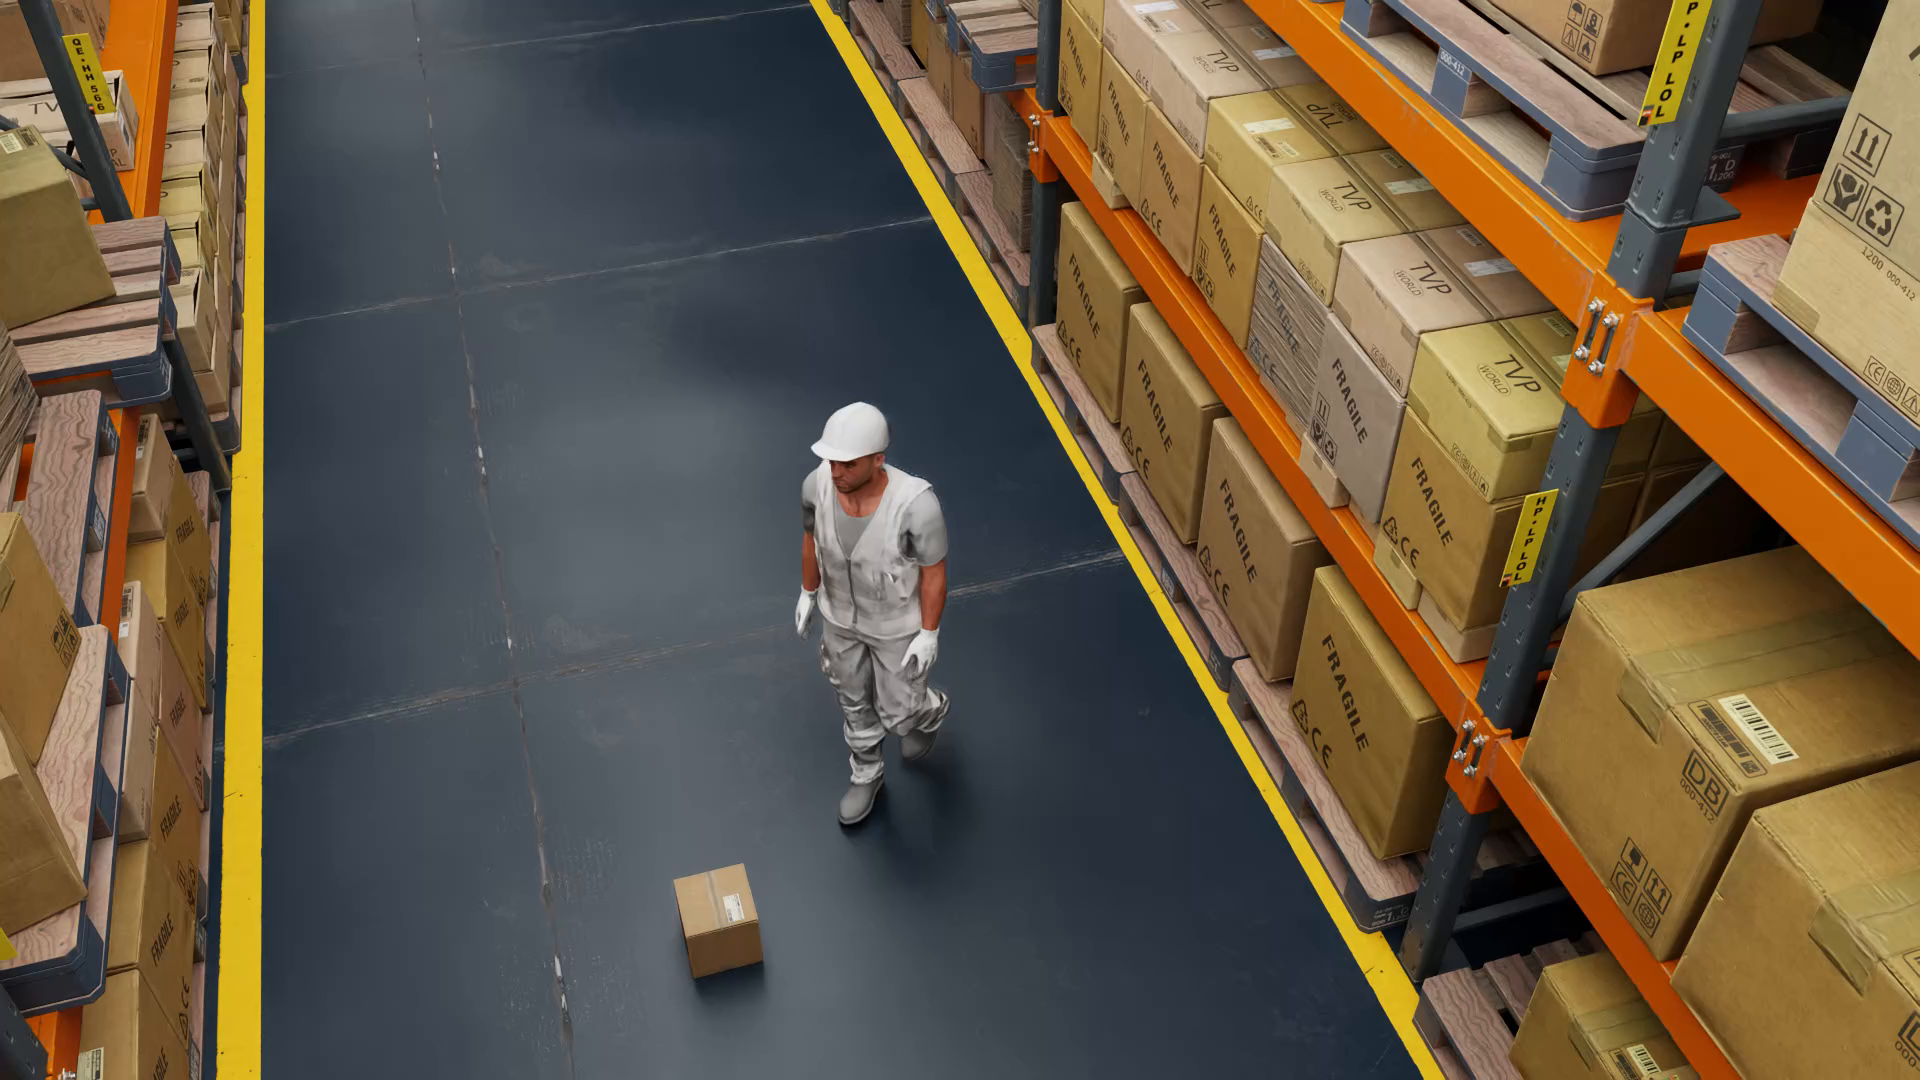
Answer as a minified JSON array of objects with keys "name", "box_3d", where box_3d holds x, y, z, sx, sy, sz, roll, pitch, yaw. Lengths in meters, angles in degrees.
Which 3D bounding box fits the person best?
[{"name":"person","box_3d":[-0.302,0.243,5.855,0.575,1.796,0.606,16,44,17]}]
